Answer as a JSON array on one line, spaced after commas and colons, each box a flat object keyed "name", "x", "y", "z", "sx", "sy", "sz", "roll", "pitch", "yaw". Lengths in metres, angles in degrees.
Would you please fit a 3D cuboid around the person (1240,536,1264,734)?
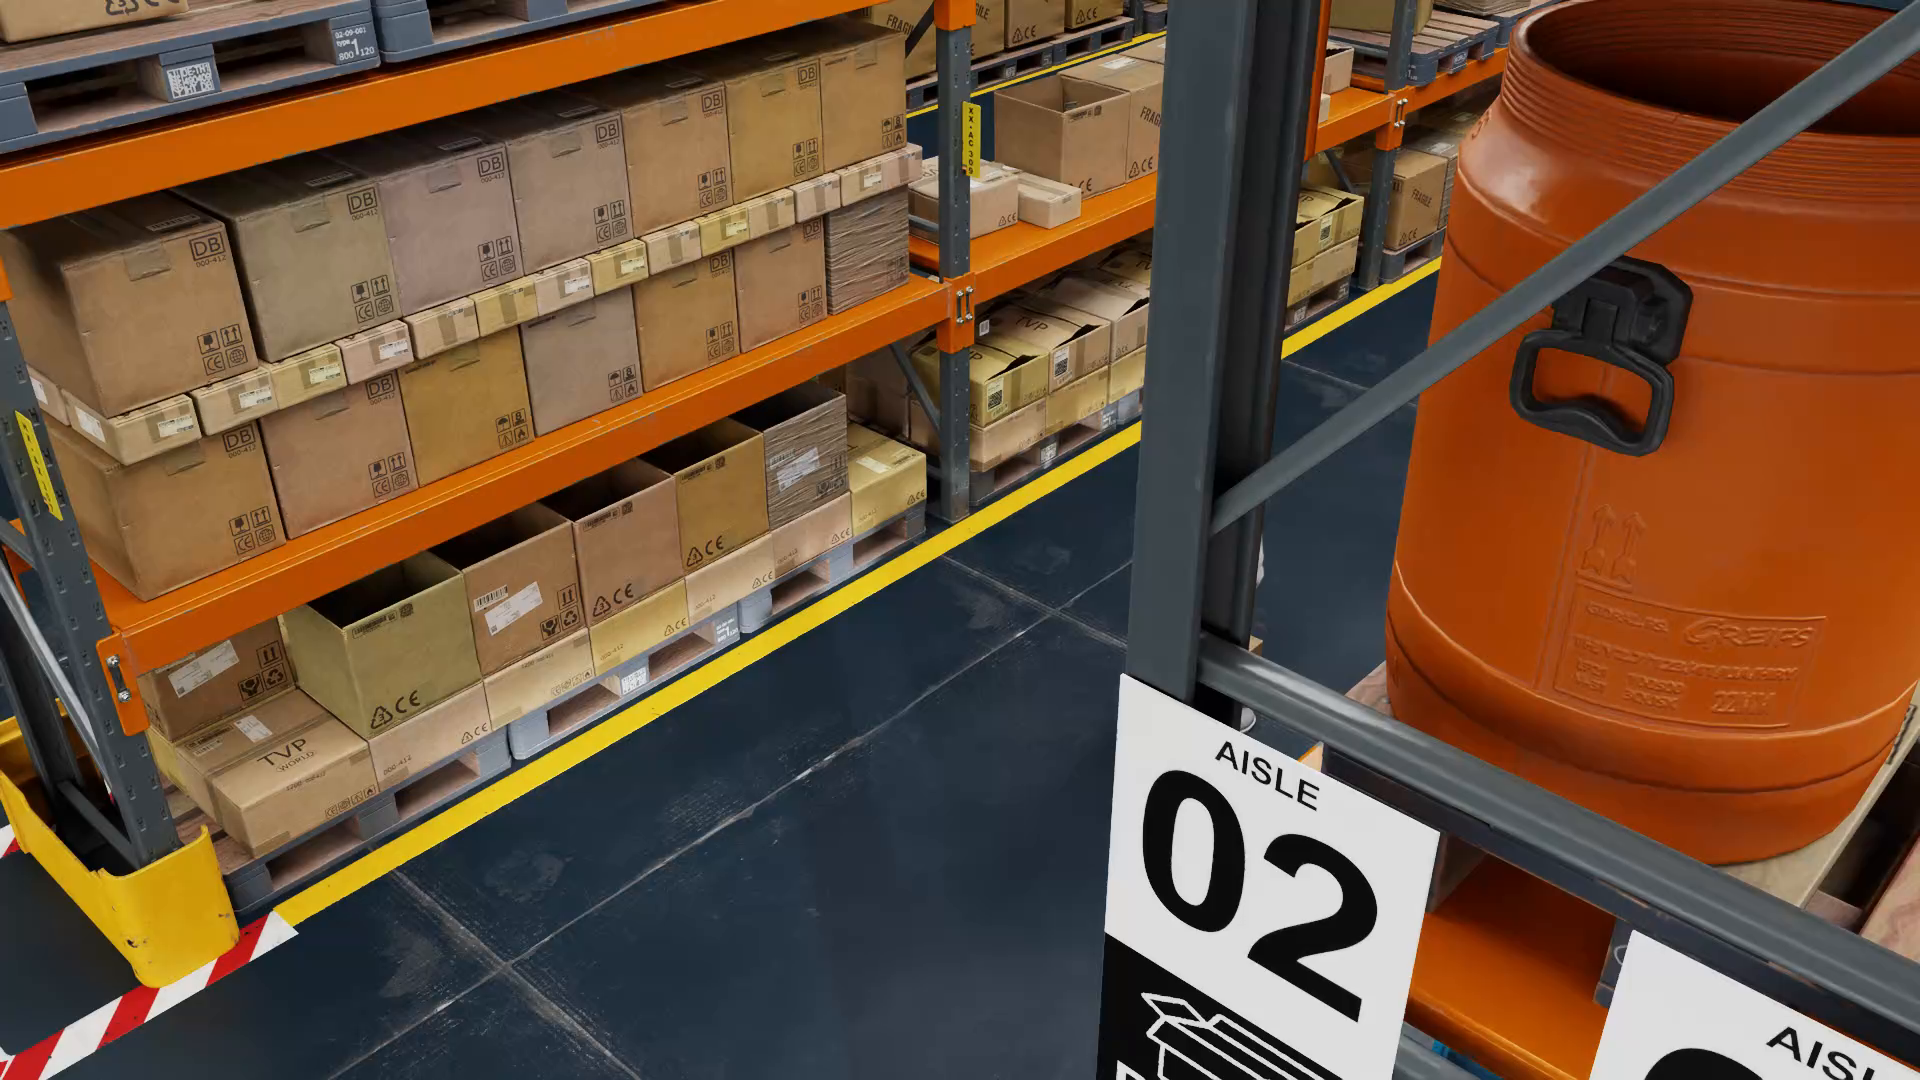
[{"name": "person", "x": 0.959, "y": 0.033, "z": 6.577, "sx": 0.529, "sy": 1.664, "sz": 0.372, "roll": 26, "pitch": 40, "yaw": 35}]
